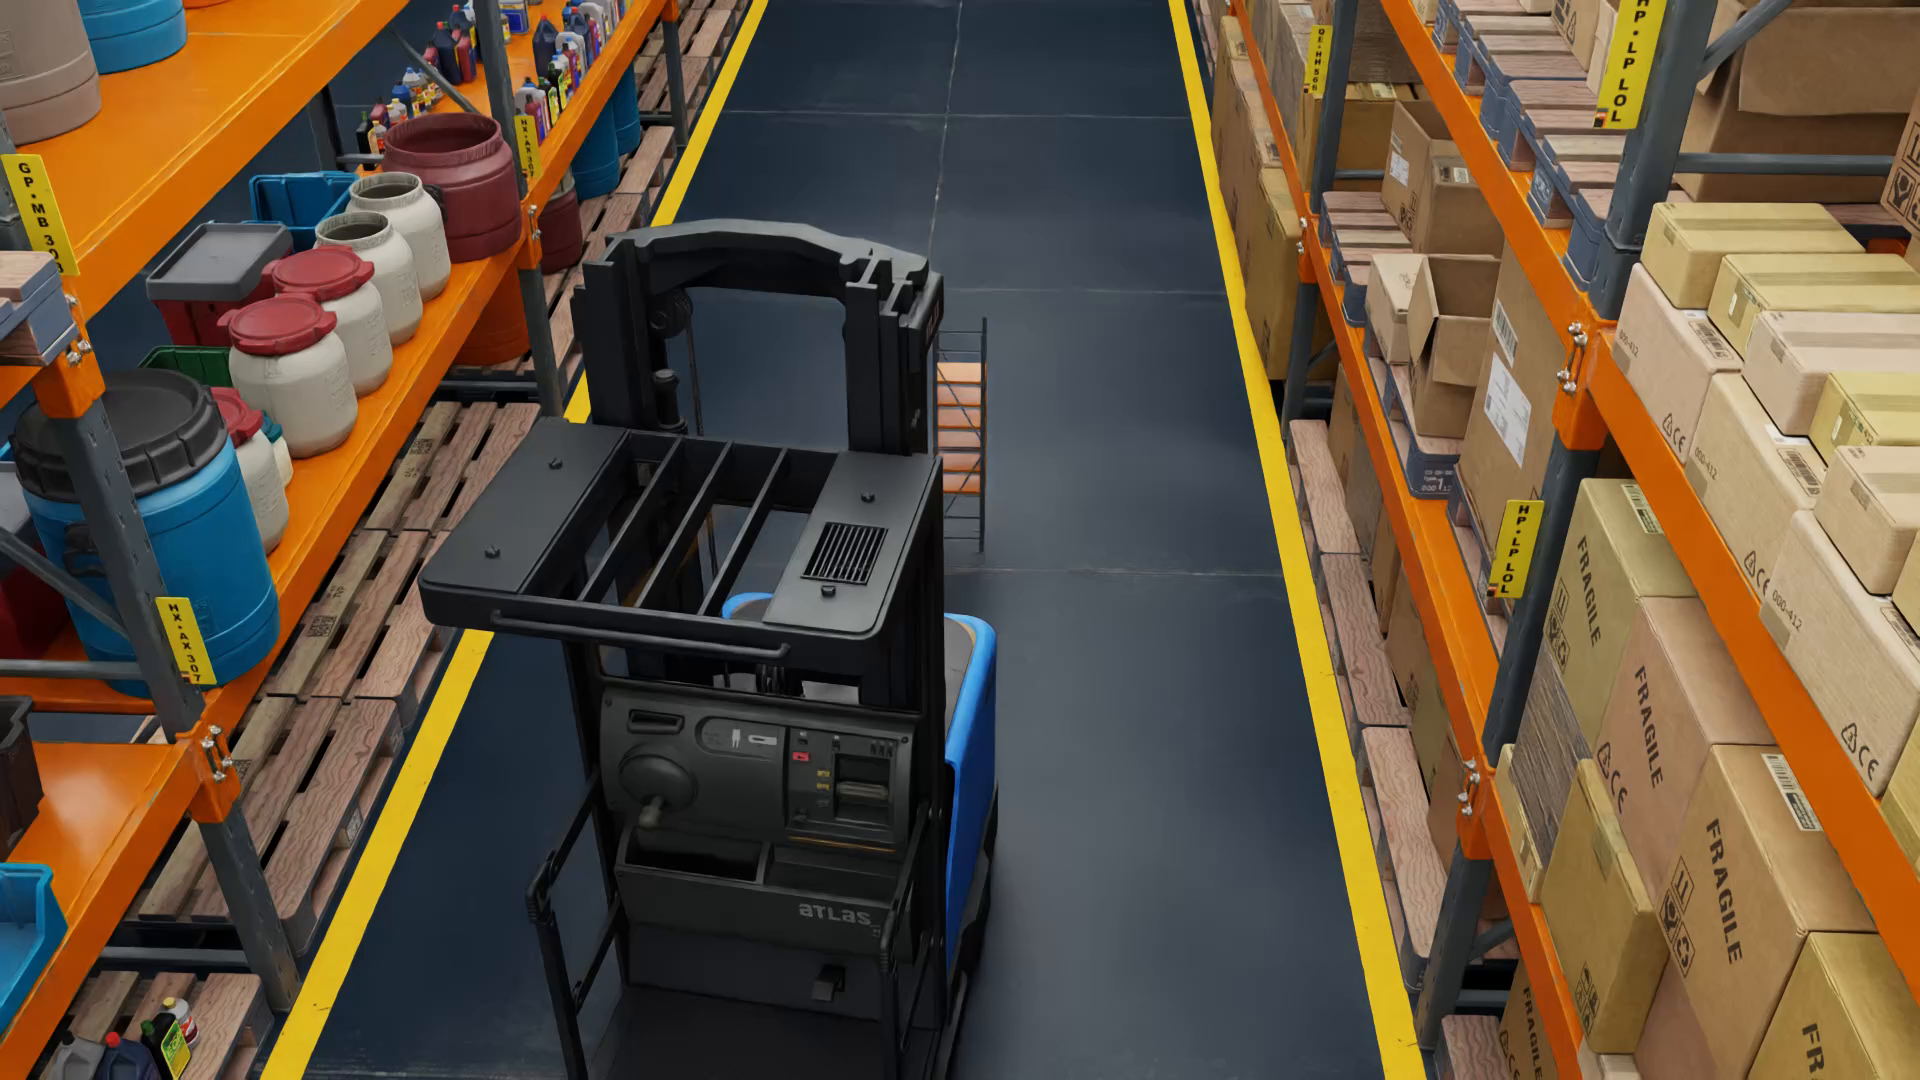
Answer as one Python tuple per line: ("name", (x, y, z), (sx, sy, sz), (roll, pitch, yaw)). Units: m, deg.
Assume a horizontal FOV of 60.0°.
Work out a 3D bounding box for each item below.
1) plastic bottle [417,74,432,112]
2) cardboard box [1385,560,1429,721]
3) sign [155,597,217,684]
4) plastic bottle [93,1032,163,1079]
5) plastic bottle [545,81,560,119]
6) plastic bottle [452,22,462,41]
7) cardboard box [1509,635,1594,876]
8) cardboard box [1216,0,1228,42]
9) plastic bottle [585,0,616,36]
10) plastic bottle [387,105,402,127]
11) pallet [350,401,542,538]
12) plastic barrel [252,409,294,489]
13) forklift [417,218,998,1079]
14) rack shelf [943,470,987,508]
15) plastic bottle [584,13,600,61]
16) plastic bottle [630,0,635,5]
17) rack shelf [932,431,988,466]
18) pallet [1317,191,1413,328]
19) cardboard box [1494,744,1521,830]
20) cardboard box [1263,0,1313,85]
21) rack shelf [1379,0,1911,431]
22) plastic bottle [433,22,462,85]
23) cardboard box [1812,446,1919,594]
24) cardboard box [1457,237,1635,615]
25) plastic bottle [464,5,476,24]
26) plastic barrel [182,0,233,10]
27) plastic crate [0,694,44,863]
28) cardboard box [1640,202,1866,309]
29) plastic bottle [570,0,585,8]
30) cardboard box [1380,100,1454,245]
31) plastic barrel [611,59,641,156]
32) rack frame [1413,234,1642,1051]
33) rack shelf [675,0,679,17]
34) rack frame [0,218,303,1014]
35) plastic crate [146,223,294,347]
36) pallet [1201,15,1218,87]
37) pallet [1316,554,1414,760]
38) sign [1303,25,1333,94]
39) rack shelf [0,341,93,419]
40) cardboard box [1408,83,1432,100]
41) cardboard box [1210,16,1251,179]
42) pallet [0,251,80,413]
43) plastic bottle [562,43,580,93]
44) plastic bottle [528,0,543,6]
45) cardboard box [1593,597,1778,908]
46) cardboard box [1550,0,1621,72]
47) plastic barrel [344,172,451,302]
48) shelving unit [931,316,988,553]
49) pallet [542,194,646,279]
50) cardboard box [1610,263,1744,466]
("plastic bottle", (-3.059, -2.540, 9.428), (0.097, 0.201, 0.097), (0, 35, 0))
("cardboard box", (2.194, 0.407, 6.853), (0.700, 0.500, 0.500), (-2, 35, -2))
("sign", (-2.312, 0.303, 4.969), (0.100, 0.325, 0.005), (1, 35, 2))
("plastic bottle", (-2.599, 1.678, 5.175), (0.144, 0.351, 0.185), (0, 35, 1))
("plastic bottle", (-2.304, -2.469, 9.327), (0.097, 0.201, 0.097), (0, 35, 0))
("plastic bottle", (-2.991, -2.933, 9.917), (0.061, 0.283, 0.133), (1, 35, 2))
("cardboard box", (2.008, 0.606, 4.433), (0.875, 0.500, 0.500), (1, 35, 2))
("cardboard box", (2.552, -4.281, 13.216), (0.875, 0.875, 0.875), (1, 35, 2))
("plastic bottle", (-2.273, -3.337, 10.498), (0.152, 0.276, 0.135), (1, 35, 2))
("plastic bottle", (-3.078, -2.260, 9.030), (0.097, 0.201, 0.097), (0, 35, 0))
("pallet", (-2.770, -0.316, 8.516), (1.003, 0.211, 1.213), (1, 35, 2))
("plastic barrel", (-2.655, -0.303, 6.193), (0.301, 0.262, 0.301), (0, 35, 0))
("forklift", (-0.631, 0.740, 4.648), (1.130, 2.935, 3.031), (6, 36, 9))
("rack shelf", (-0.001, -0.250, 8.057), (0.258, 0.103, 0.180), (1, 35, 2))
("plastic bottle", (-2.246, -3.073, 10.115), (0.061, 0.283, 0.133), (1, 35, 2))
("plastic bottle", (-2.247, -3.704, 11.020), (0.152, 0.276, 0.135), (1, 35, 2))
("rack shelf", (-0.001, -0.446, 7.919), (0.258, 0.103, 0.180), (1, 35, 2))
("pallet", (2.326, -1.296, 7.652), (1.213, 0.211, 1.003), (1, 35, 2))
("cardboard box", (1.779, 0.731, 4.819), (0.380, 0.149, 0.250), (1, 35, 2))
("cardboard box", (2.086, -2.994, 9.814), (0.500, 0.500, 0.500), (2, 35, 3))
("rack shelf", (2.168, -1.570, 5.892), (1.077, 0.370, 4.000), (1, 35, 2))
("plastic bottle", (-3.017, -2.870, 9.768), (0.144, 0.351, 0.185), (1, 35, 2))
("cardboard box", (1.727, -0.035, 2.866), (0.380, 0.149, 0.250), (1, 35, 1))
("cardboard box", (2.260, -0.359, 5.265), (1.000, 1.000, 1.000), (2, 35, 2))
("plastic bottle", (-3.018, -3.158, 10.247), (0.097, 0.271, 0.097), (0, 35, 0))
("plastic barrel", (-2.977, -2.461, 6.161), (0.600, 0.830, 0.708), (1, 35, 2))
("plastic crate", (-3.009, 0.721, 4.670), (0.767, 0.338, 0.504), (1, 35, 2))
("cardboard box", (1.767, -0.638, 3.724), (0.380, 0.149, 0.250), (0, 35, 1))
("plastic bottle", (-2.398, -3.328, 10.488), (0.097, 0.271, 0.097), (0, 35, 0))
("cardboard box", (2.267, -1.688, 7.591), (0.500, 0.500, 0.500), (-3, 35, -4))
("plastic barrel", (-2.579, -3.200, 11.654), (0.600, 0.901, 0.708), (1, 35, 2))
("rack frame", (2.088, 0.512, 4.913), (1.000, 3.000, 0.127), (1, 35, 2))
("rack shelf", (-2.459, -5.054, 13.458), (1.077, 0.370, 4.000), (1, 35, 2))
("rack frame", (-2.861, 0.397, 5.076), (1.000, 3.000, 0.127), (1, 35, 2))
("plastic crate", (-3.071, -1.006, 7.016), (0.402, 0.464, 0.583), (1, 35, 2))
("pallet", (2.564, -4.081, 13.874), (1.003, 0.211, 1.213), (1, 35, 2))
("pallet", (2.164, 0.503, 7.351), (1.003, 0.211, 1.213), (1, 35, 2))
("sign", (1.694, -2.271, 7.866), (0.100, 0.325, 0.005), (1, 35, 2))
("rack shelf", (-2.942, 0.614, 2.785), (1.077, 0.370, 4.000), (1, 35, 2))
("cardboard box", (2.540, -2.100, 8.543), (0.500, 0.500, 0.500), (2, 35, 3))
("cardboard box", (2.403, -3.019, 11.419), (1.225, 0.875, 0.875), (1, 35, 2))
("pallet", (-2.793, -0.336, 3.675), (1.213, 0.211, 1.003), (1, 35, 2))
("plastic bottle", (-2.268, -2.757, 9.666), (0.061, 0.283, 0.133), (1, 35, 2))
("plastic bottle", (-2.828, -3.658, 11.019), (0.097, 0.201, 0.097), (0, 35, 0))
("cardboard box", (1.797, 0.480, 3.743), (0.500, 0.500, 0.500), (1, 35, 2))
("cardboard box", (2.243, -1.739, 5.051), (0.797, 0.503, 0.637), (3, 35, 4))
("plastic barrel", (-2.528, -1.351, 7.466), (0.421, 0.512, 0.421), (0, 35, 0))
("shelving unit", (-0.001, -0.483, 7.893), (0.258, 1.200, 0.189), (1, 35, 2))
("pallet", (-2.659, -1.913, 10.788), (1.003, 0.211, 1.213), (1, 35, 2))
("cardboard box", (1.814, -0.401, 3.734), (0.500, 0.250, 0.500), (0, 35, 0))
